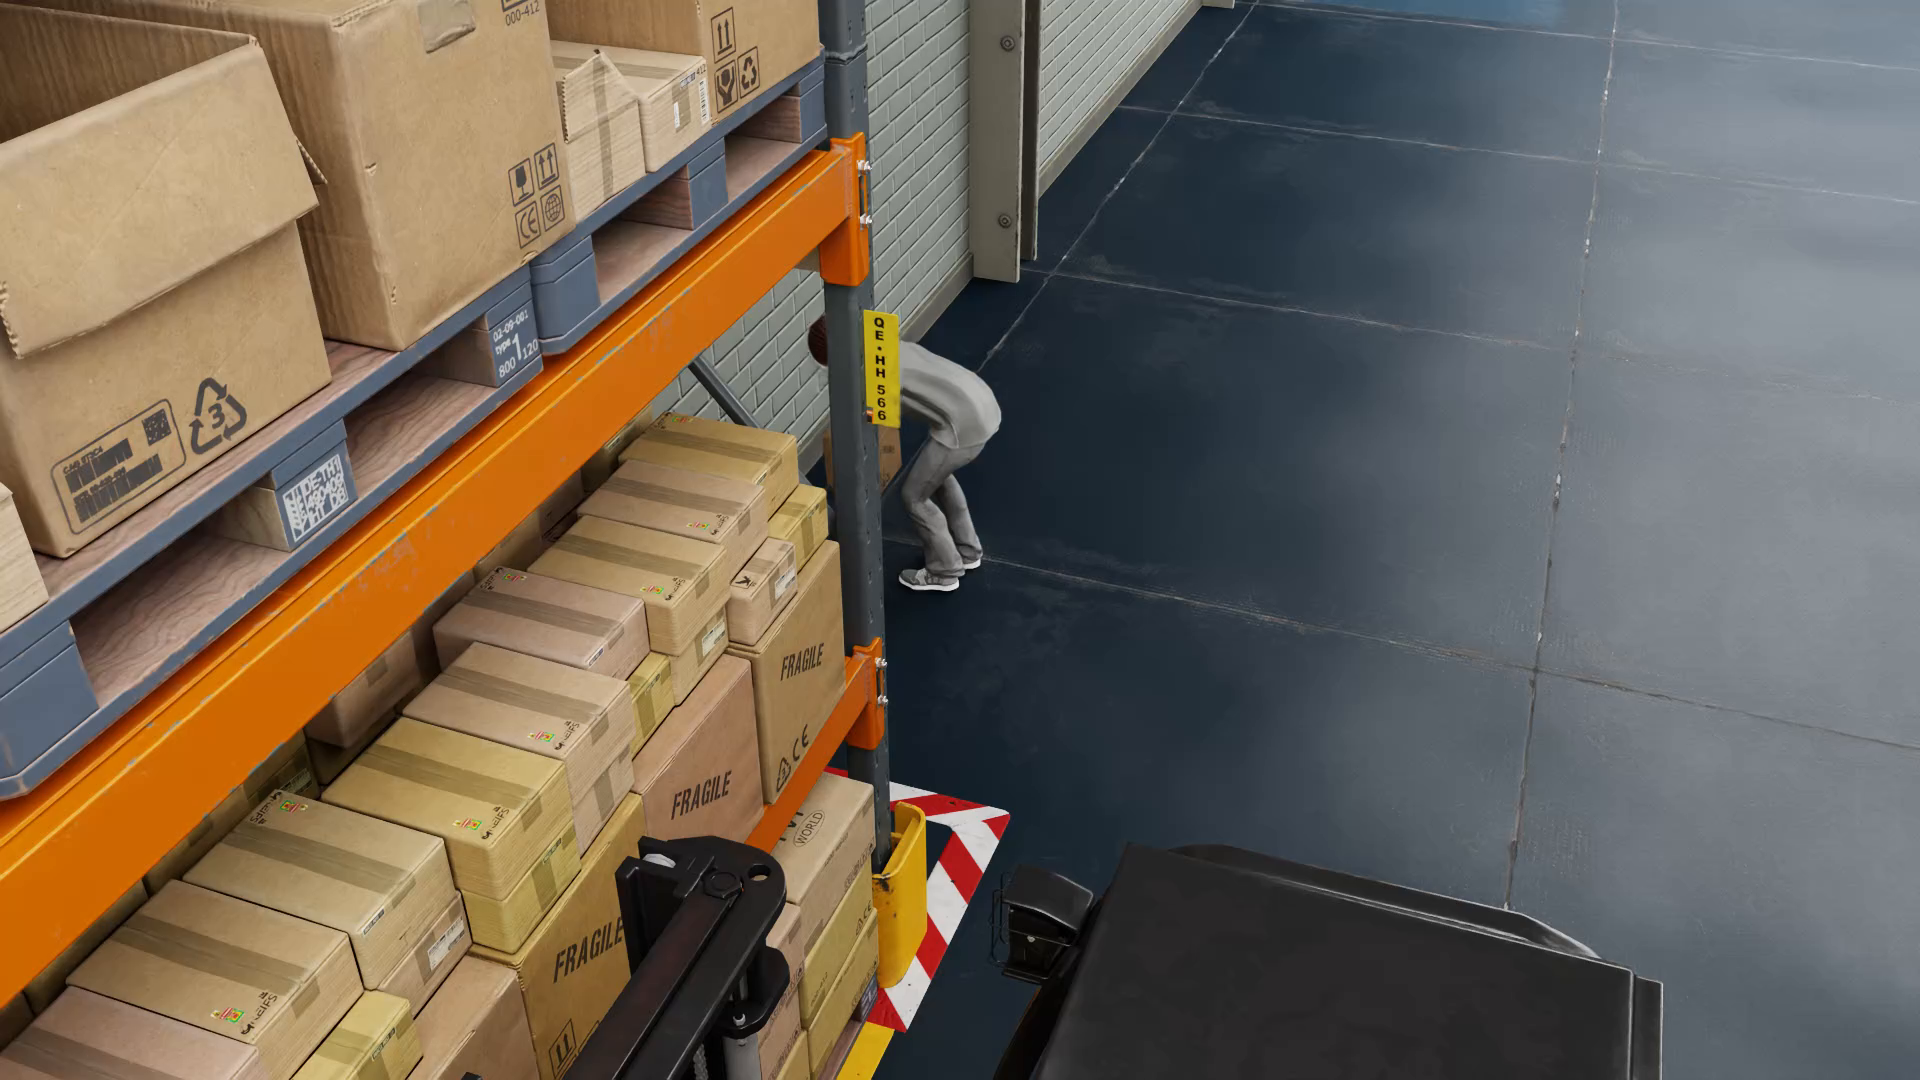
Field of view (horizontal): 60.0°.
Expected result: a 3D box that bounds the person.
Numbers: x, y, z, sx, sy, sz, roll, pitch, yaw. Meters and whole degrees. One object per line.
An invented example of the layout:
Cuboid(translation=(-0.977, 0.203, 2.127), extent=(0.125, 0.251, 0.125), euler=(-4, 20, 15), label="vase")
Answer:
Cuboid(translation=(-0.232, -0.367, 7.071), extent=(0.820, 1.189, 0.389), euler=(10, 35, 15), label="person")
